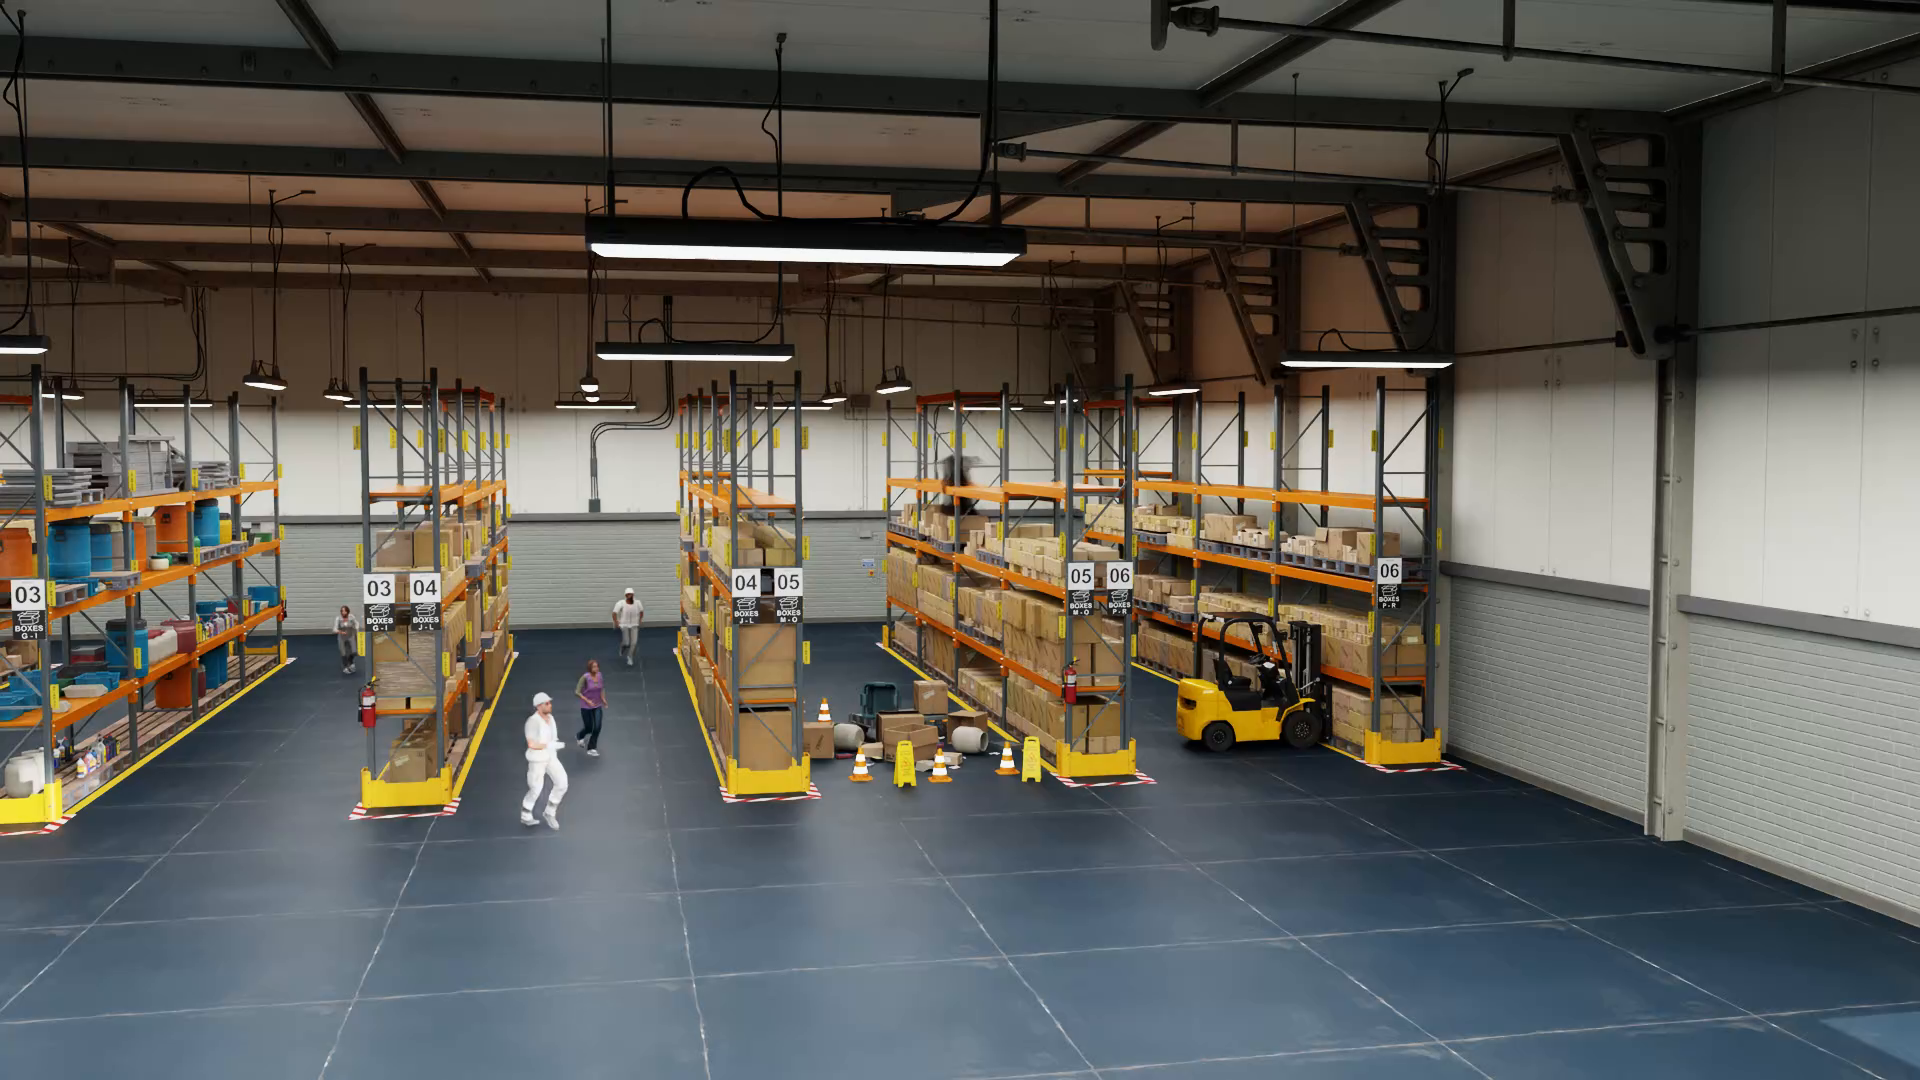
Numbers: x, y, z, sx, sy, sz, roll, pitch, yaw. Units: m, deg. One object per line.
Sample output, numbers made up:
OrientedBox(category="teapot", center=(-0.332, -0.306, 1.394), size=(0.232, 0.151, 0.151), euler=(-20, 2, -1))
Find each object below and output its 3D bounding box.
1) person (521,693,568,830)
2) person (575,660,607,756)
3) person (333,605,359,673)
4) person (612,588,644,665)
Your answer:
OrientedBox(category="person", center=(-5.362, 2.841, 21.340), size=(0.739, 1.787, 0.595), euler=(2, 4, 31))
OrientedBox(category="person", center=(-5.919, 2.662, 26.539), size=(0.537, 1.547, 0.688), euler=(-3, 4, -37))
OrientedBox(category="person", center=(-13.139, 2.137, 35.632), size=(0.545, 1.501, 0.800), euler=(-1, 4, -24))
OrientedBox(category="person", center=(-7.453, 1.932, 37.422), size=(0.715, 1.719, 0.643), euler=(-2, 4, -25))
